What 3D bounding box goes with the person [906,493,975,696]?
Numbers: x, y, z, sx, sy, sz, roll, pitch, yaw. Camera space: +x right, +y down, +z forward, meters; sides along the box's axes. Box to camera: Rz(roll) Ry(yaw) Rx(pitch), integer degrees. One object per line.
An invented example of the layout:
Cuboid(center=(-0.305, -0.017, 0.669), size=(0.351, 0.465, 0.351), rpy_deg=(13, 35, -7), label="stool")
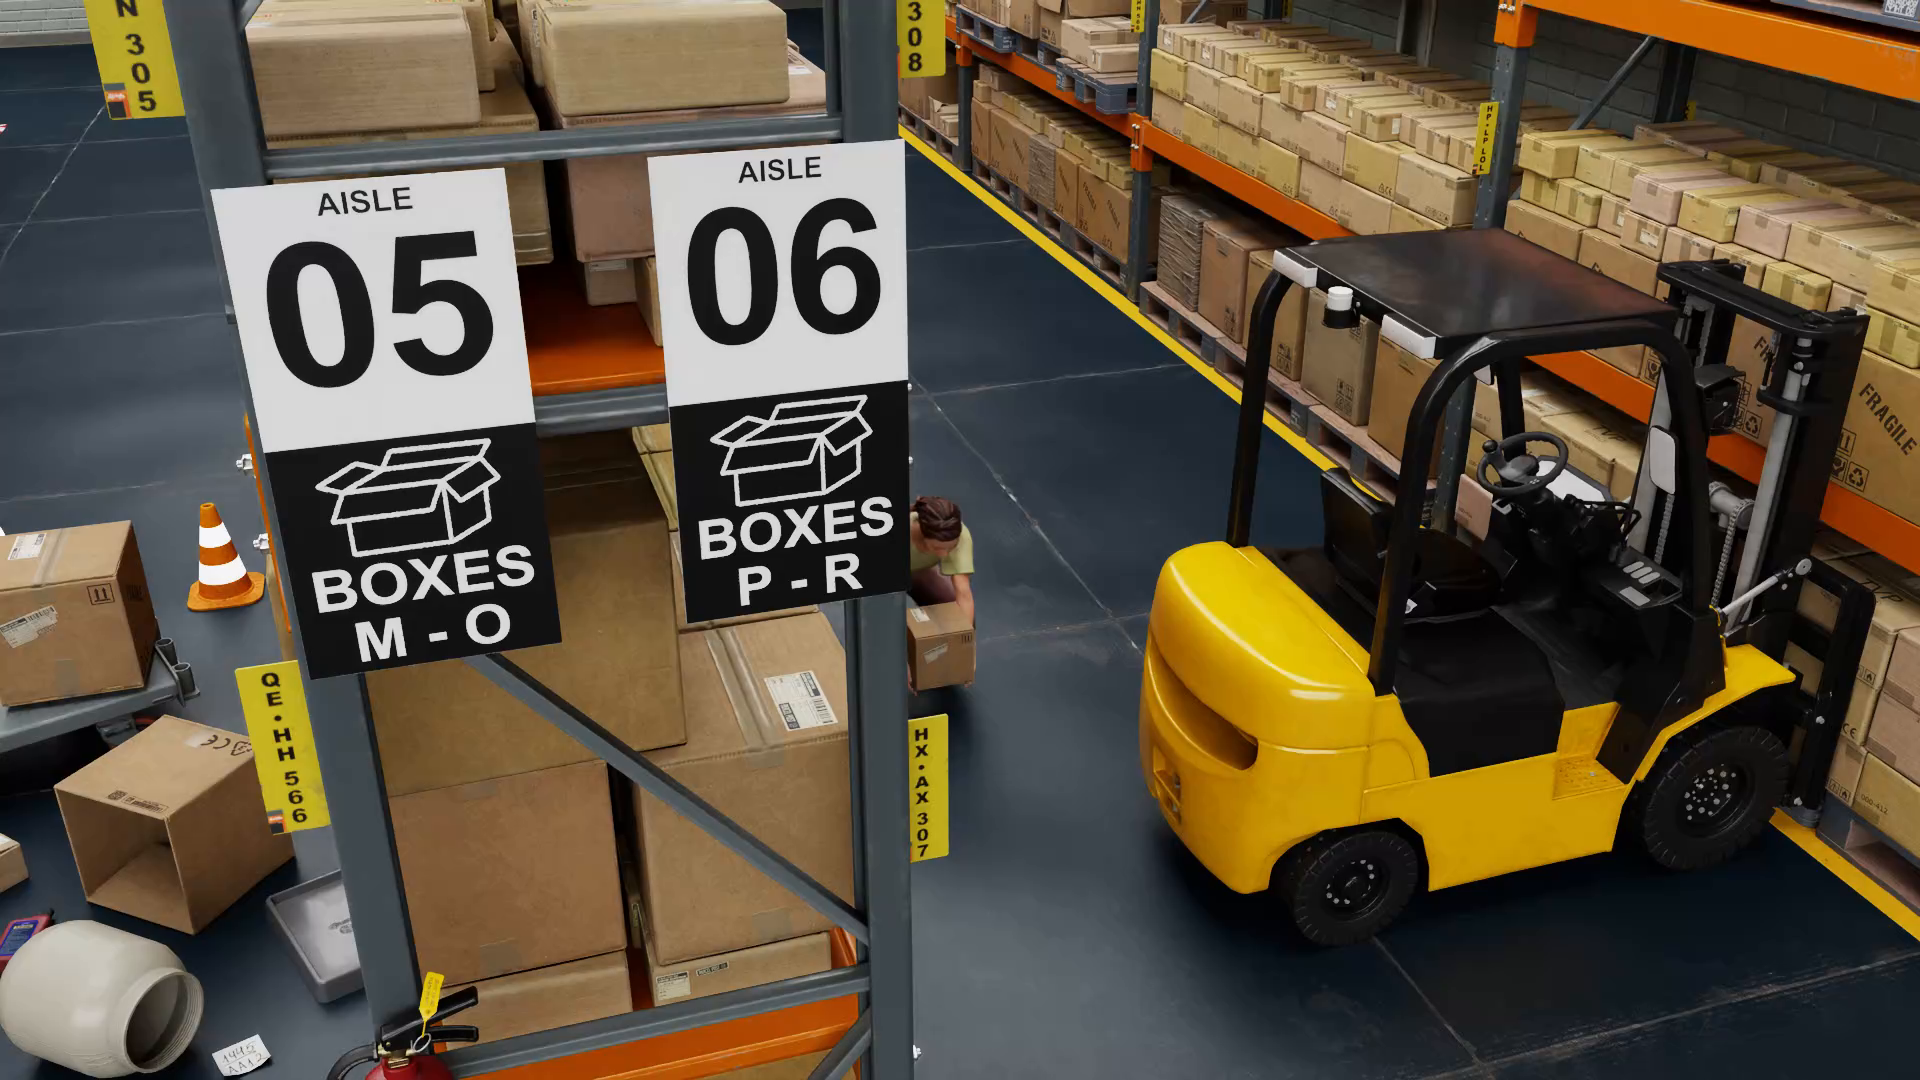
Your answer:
Cuboid(center=(-0.188, 0.177, 7.102), size=(0.470, 0.936, 0.818), rpy_deg=(-9, 28, -17), label="person")
